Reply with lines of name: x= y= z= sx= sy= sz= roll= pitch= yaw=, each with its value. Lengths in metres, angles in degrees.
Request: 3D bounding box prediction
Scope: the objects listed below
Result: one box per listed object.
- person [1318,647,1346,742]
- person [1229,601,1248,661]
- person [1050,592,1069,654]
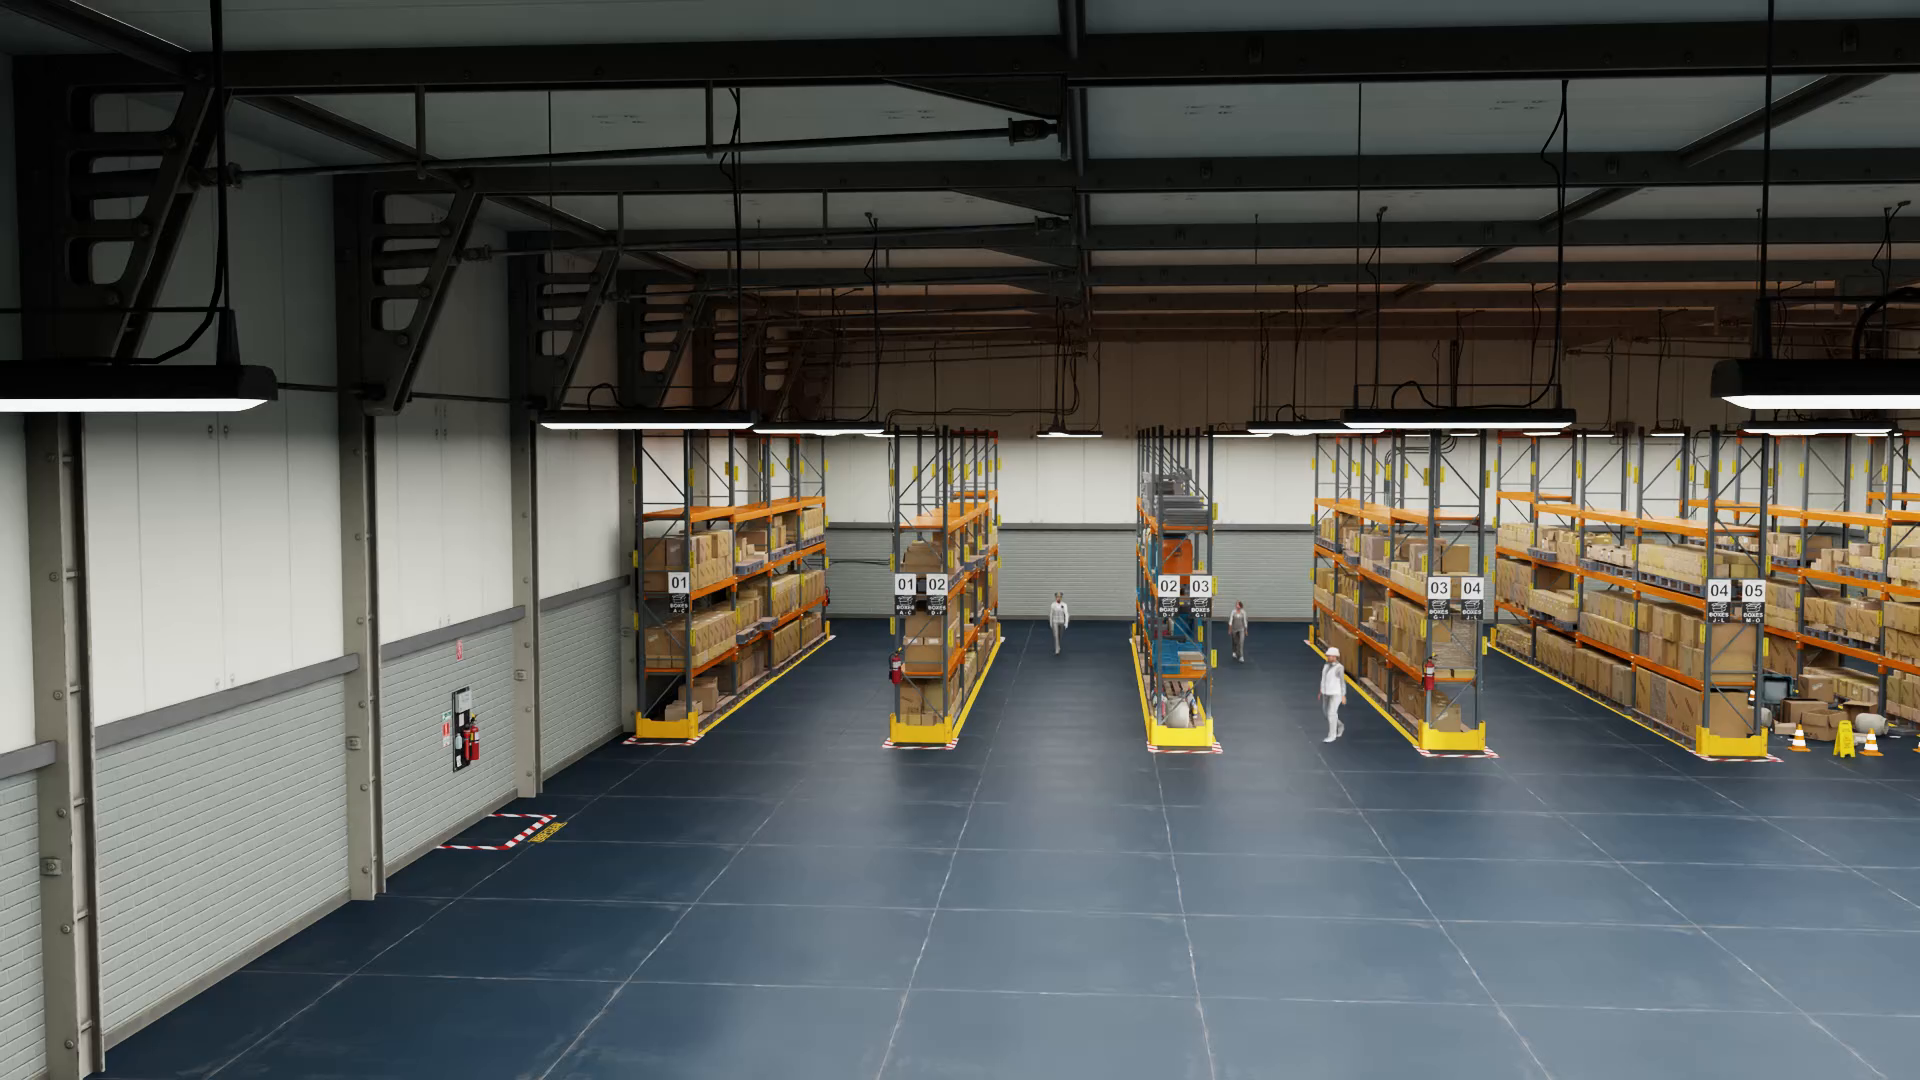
person: x=7.136 y=2.926 z=31.720 sx=0.729 sy=1.767 sz=0.531 roll=-2 pitch=4 yaw=-27
person: x=7.217 y=2.345 z=43.161 sx=0.511 sy=1.532 sz=0.998 roll=0 pitch=3 yaw=4
person: x=2.684 y=2.208 z=44.665 sx=0.469 sy=1.622 sz=1.061 roll=0 pitch=3 yaw=-6
